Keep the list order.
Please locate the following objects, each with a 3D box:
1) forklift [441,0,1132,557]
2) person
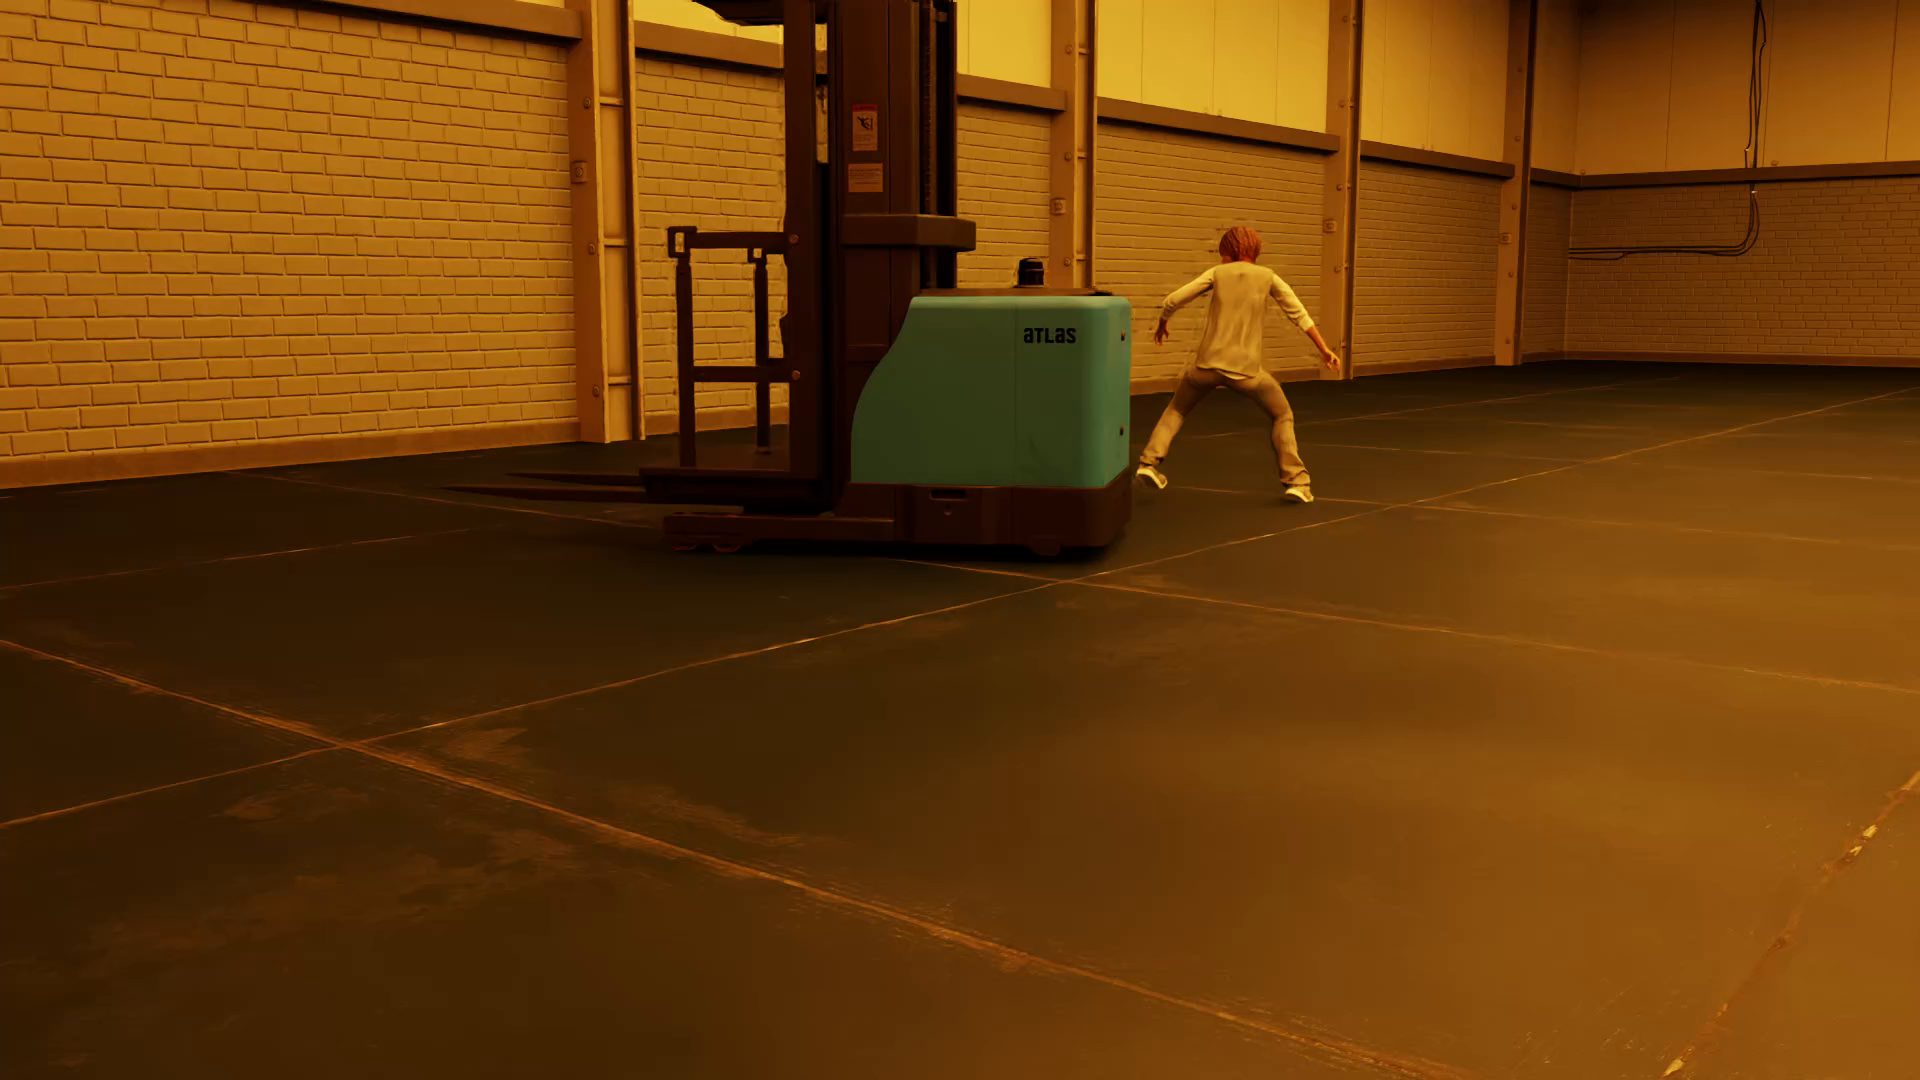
[{"bbox_3d":[-0.788,-1.467,7.307,3.031,2.935,1.130,2,9,12],"label":"forklift"},{"bbox_3d":[1.473,-0.884,8.705,1.023,1.511,0.491,2,9,16],"label":"person"}]
